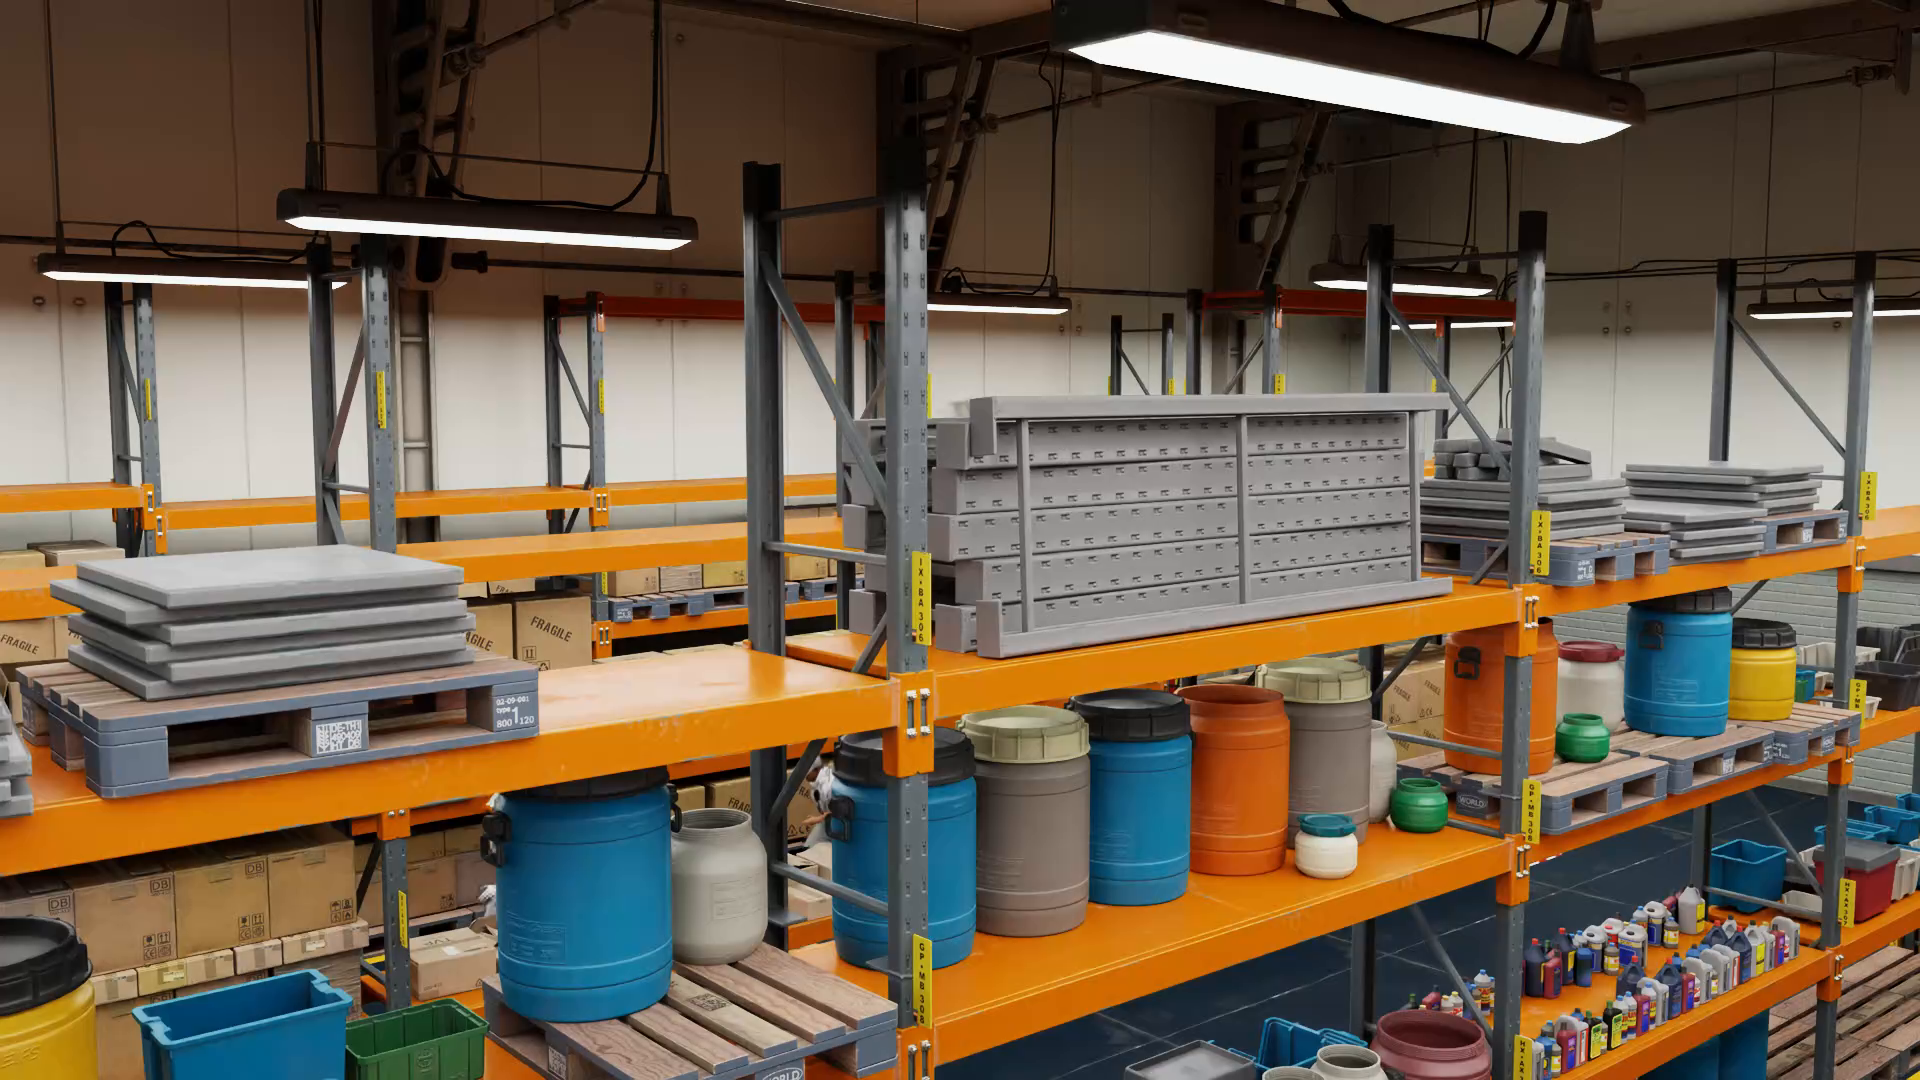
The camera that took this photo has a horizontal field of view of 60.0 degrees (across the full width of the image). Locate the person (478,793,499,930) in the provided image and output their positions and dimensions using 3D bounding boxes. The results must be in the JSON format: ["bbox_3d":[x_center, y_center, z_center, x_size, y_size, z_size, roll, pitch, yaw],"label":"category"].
[{"bbox_3d":[-3.836,2.937,14.070,0.727,1.723,0.681,-5,7,-41],"label":"person"}]

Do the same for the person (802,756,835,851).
[{"bbox_3d":[-1.159,2.819,16.536,1.075,1.496,0.623,-3,7,-32],"label":"person"}]
